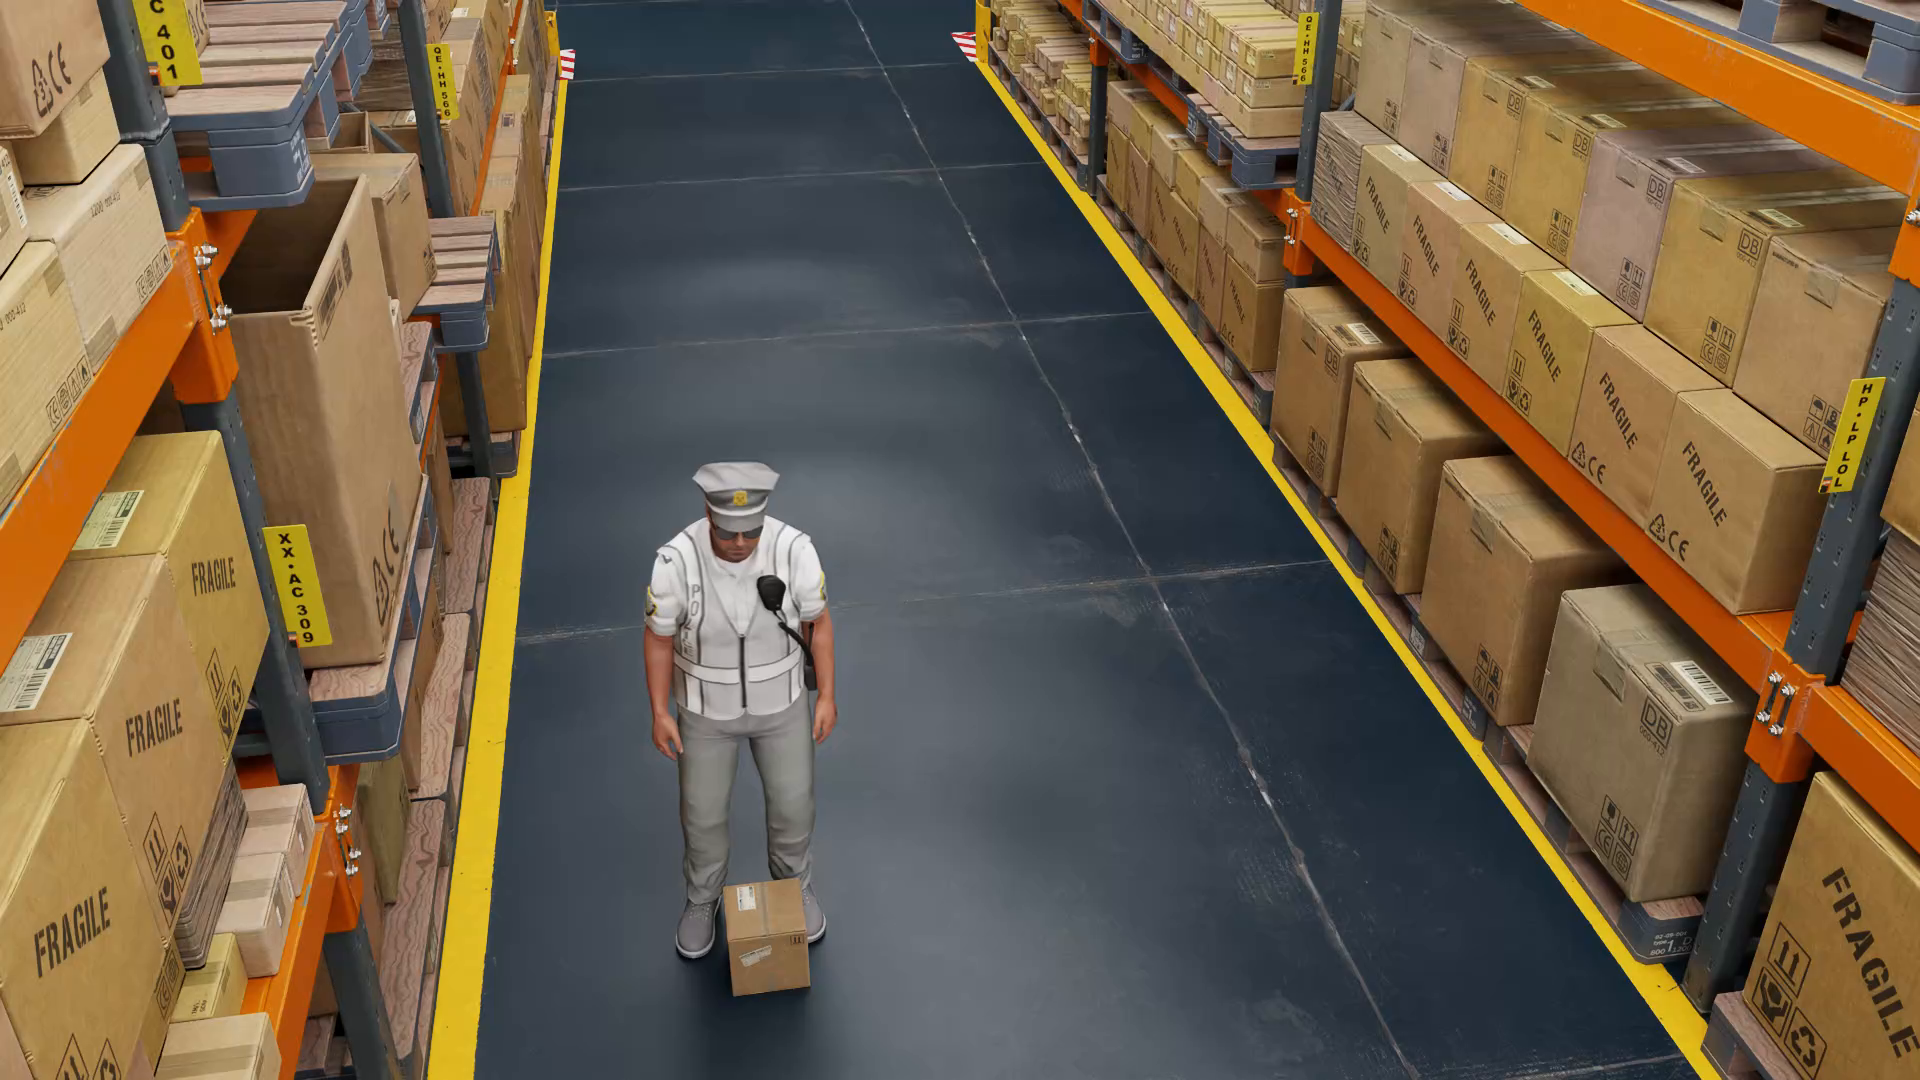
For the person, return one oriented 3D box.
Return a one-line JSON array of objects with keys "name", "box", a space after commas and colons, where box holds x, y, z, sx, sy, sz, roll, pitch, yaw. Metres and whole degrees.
[{"name": "person", "box": [-0.687, 0.508, 5.260, 0.585, 1.748, 0.432, -5, 31, -9]}]
